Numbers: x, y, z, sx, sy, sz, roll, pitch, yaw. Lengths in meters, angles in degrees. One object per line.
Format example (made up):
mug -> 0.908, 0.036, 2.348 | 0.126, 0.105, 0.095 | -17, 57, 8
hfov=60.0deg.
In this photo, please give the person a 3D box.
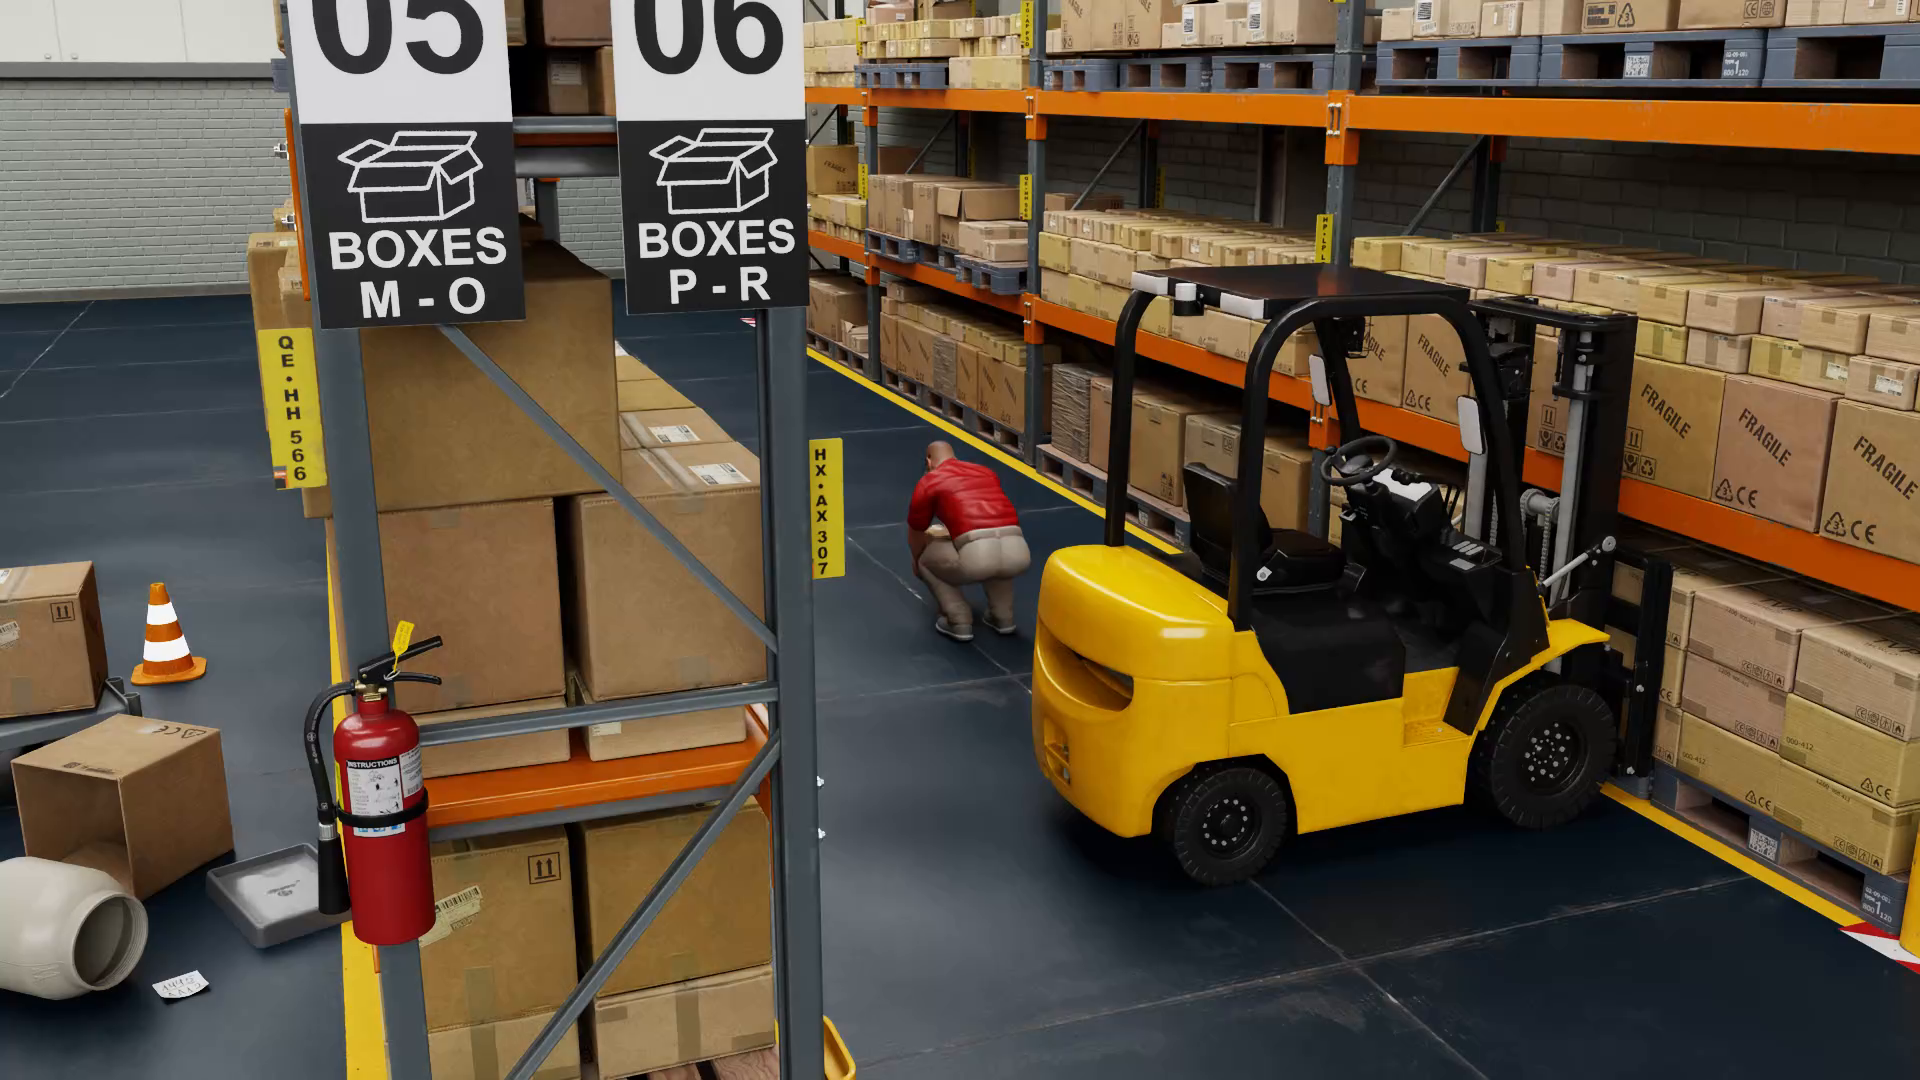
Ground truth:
person -> 0.031, -0.004, 8.984 | 0.555, 0.983, 0.883 | -6, 17, -20
